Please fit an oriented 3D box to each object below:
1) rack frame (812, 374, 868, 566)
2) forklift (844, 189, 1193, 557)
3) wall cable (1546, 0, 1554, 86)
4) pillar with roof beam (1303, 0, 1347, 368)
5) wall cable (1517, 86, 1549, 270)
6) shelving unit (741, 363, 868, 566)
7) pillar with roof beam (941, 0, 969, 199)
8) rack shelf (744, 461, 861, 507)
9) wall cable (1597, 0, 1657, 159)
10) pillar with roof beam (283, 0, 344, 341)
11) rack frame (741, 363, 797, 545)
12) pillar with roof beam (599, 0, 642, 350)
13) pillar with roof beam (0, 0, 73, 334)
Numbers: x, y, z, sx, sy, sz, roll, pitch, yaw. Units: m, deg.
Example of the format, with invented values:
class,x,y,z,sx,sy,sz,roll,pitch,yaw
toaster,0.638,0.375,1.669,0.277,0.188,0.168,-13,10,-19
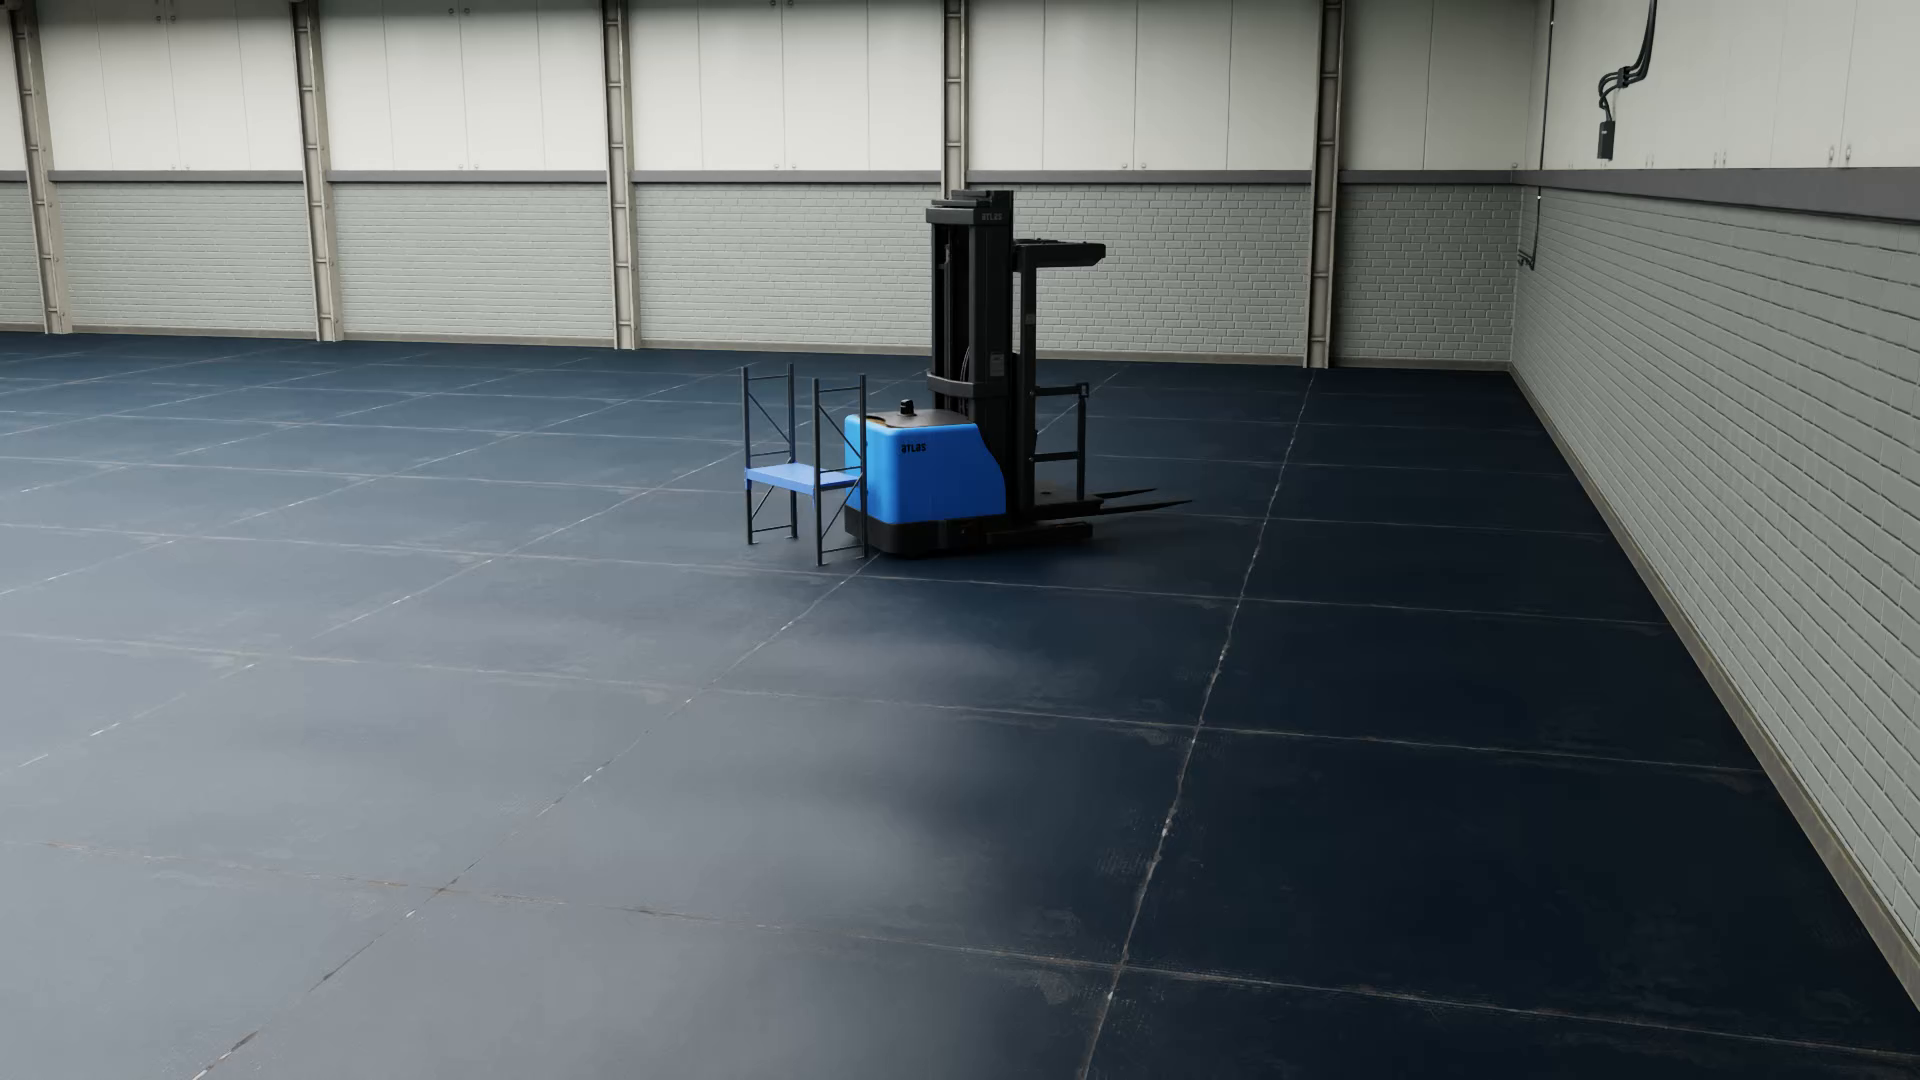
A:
class,x,y,z,sx,sy,sz,roll,pitch,yaw
rack frame,-0.955,-0.559,13.292,0.500,1.500,0.032,-10,16,-39
forklift,0.569,-1.490,14.181,3.031,2.935,1.130,-6,14,-25
wall cable,7.637,-7.133,21.117,0.112,2.526,3.097,3,13,14
pillar with roof beam,4.710,-6.278,21.754,0.400,9.000,9.100,3,13,14
wall cable,8.285,-5.236,24.229,0.112,2.526,3.097,3,13,14
shelving unit,-1.281,-0.644,13.673,0.538,1.500,1.048,-10,16,-39
pillar with roof beam,-1.115,-6.589,23.158,0.400,9.000,9.100,3,13,14
rack shelf,-1.281,-0.468,13.712,0.538,0.185,1.000,-10,16,-39
wall cable,5.995,-6.417,14.530,0.169,6.003,2.305,3,13,14
pillar with roof beam,-12.766,-7.212,25.965,0.548,9.000,9.100,3,13,14
rack frame,-1.607,-0.728,14.054,0.500,1.500,0.032,-10,16,-39
pillar with roof beam,-6.940,-6.901,24.561,0.400,9.000,9.100,3,13,14
pillar with roof beam,-18.591,-7.523,27.368,0.548,9.000,9.100,3,13,14
